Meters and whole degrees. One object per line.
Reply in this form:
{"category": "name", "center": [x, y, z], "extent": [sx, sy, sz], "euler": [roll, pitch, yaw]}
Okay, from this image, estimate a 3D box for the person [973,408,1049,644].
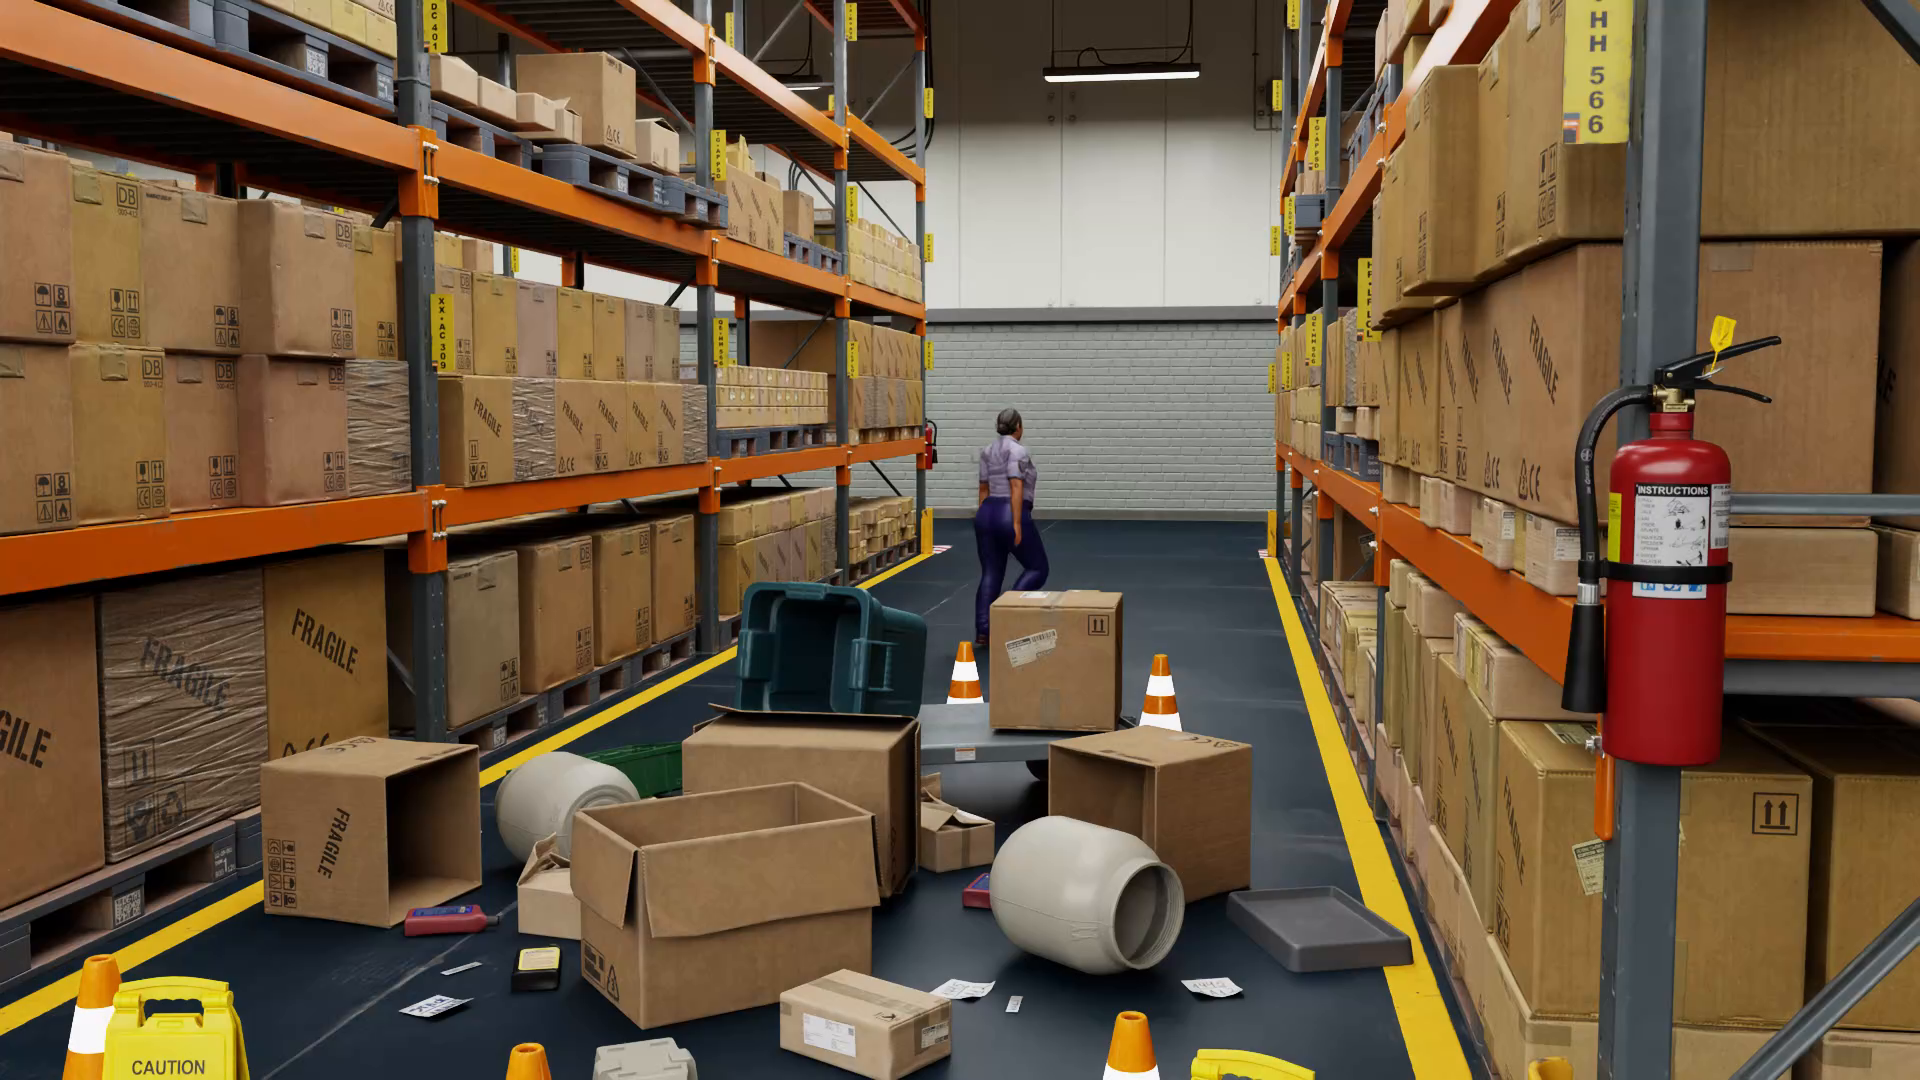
{"category": "person", "center": [0.311, -0.096, 11.533], "extent": [0.478, 1.634, 0.526], "euler": [-4, 6, -43]}
